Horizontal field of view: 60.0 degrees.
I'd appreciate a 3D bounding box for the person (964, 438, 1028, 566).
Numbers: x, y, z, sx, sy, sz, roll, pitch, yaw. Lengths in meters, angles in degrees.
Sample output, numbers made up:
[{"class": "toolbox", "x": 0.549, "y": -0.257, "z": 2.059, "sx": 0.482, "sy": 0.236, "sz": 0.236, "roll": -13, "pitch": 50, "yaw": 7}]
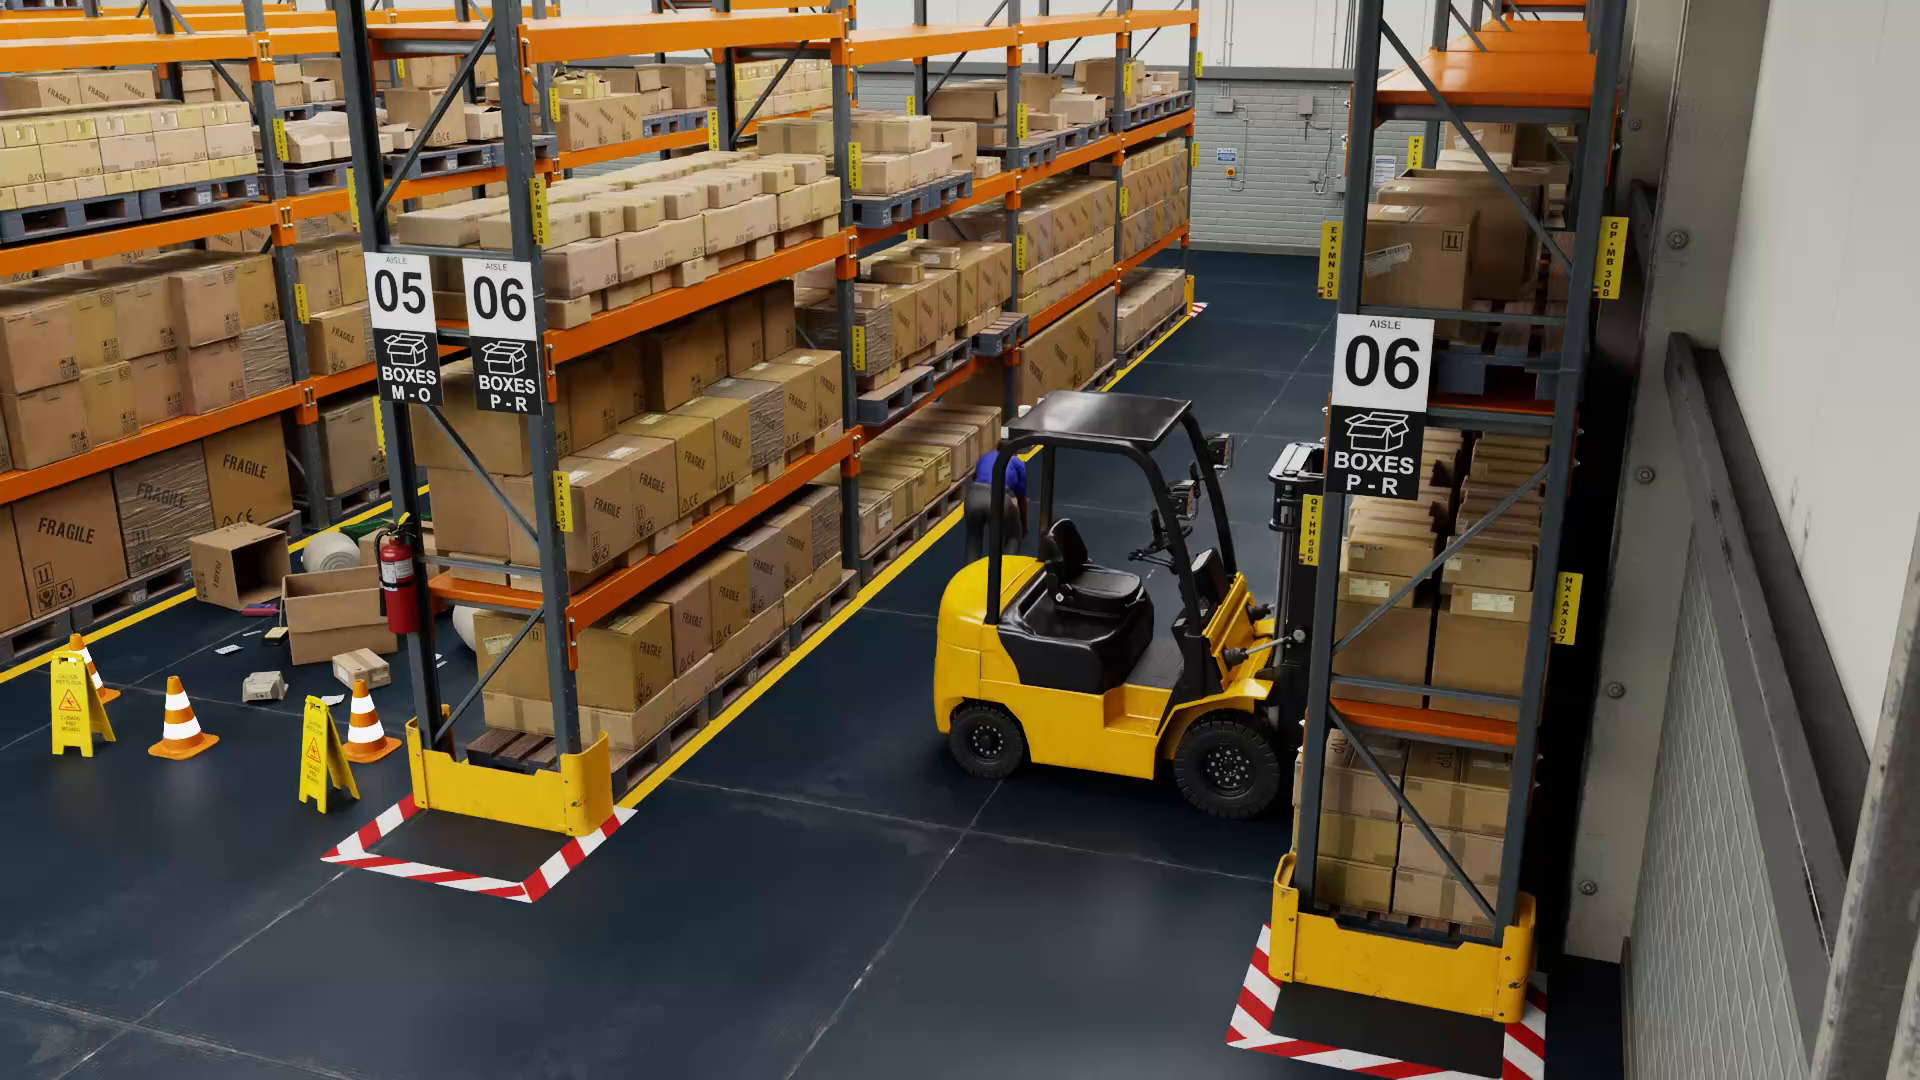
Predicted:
[{"class": "person", "x": 0.285, "y": -0.173, "z": 12.915, "sx": 0.439, "sy": 1.125, "sz": 0.846, "roll": 5, "pitch": 19, "yaw": 15}]
